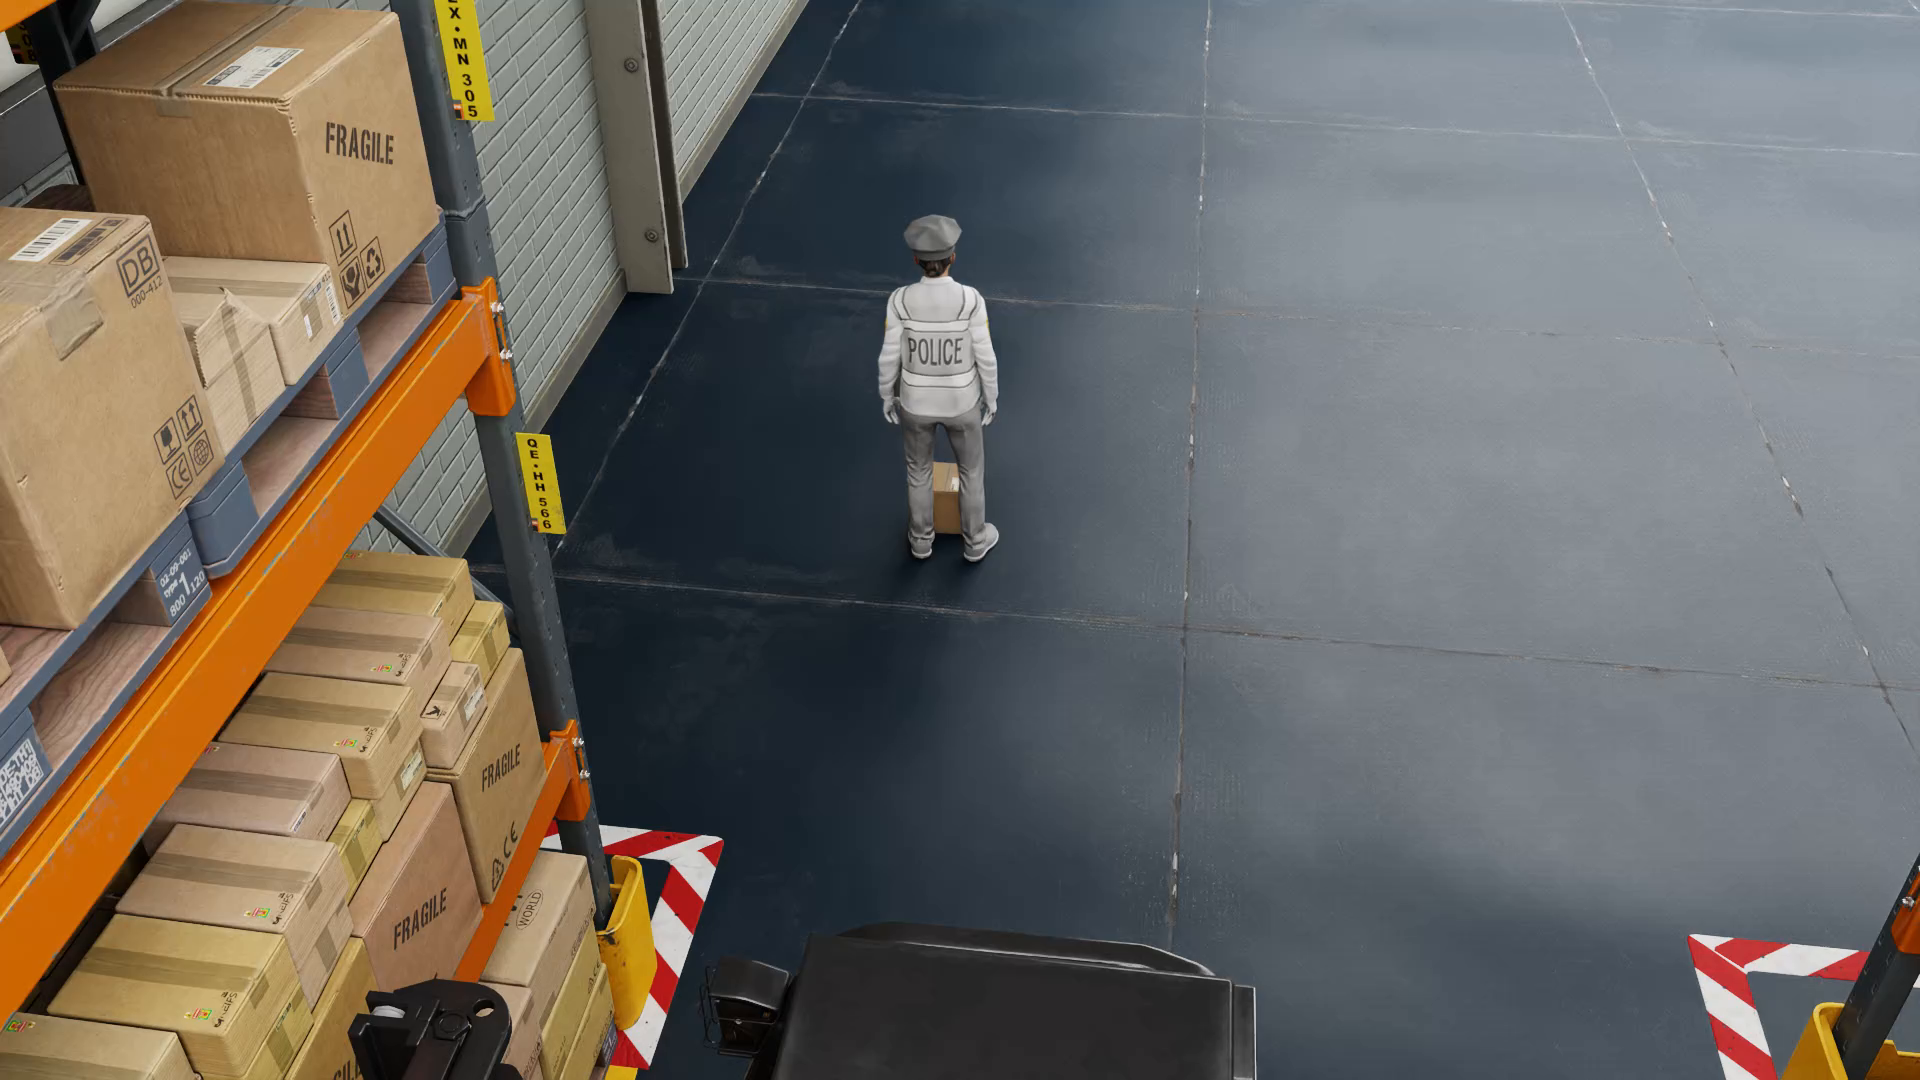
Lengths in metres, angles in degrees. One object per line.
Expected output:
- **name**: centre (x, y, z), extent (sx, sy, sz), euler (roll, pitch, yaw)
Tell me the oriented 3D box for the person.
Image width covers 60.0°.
- **person**: centre (-0.093, -0.631, 7.502), extent (0.546, 1.664, 0.375), euler (2, 36, 3)
